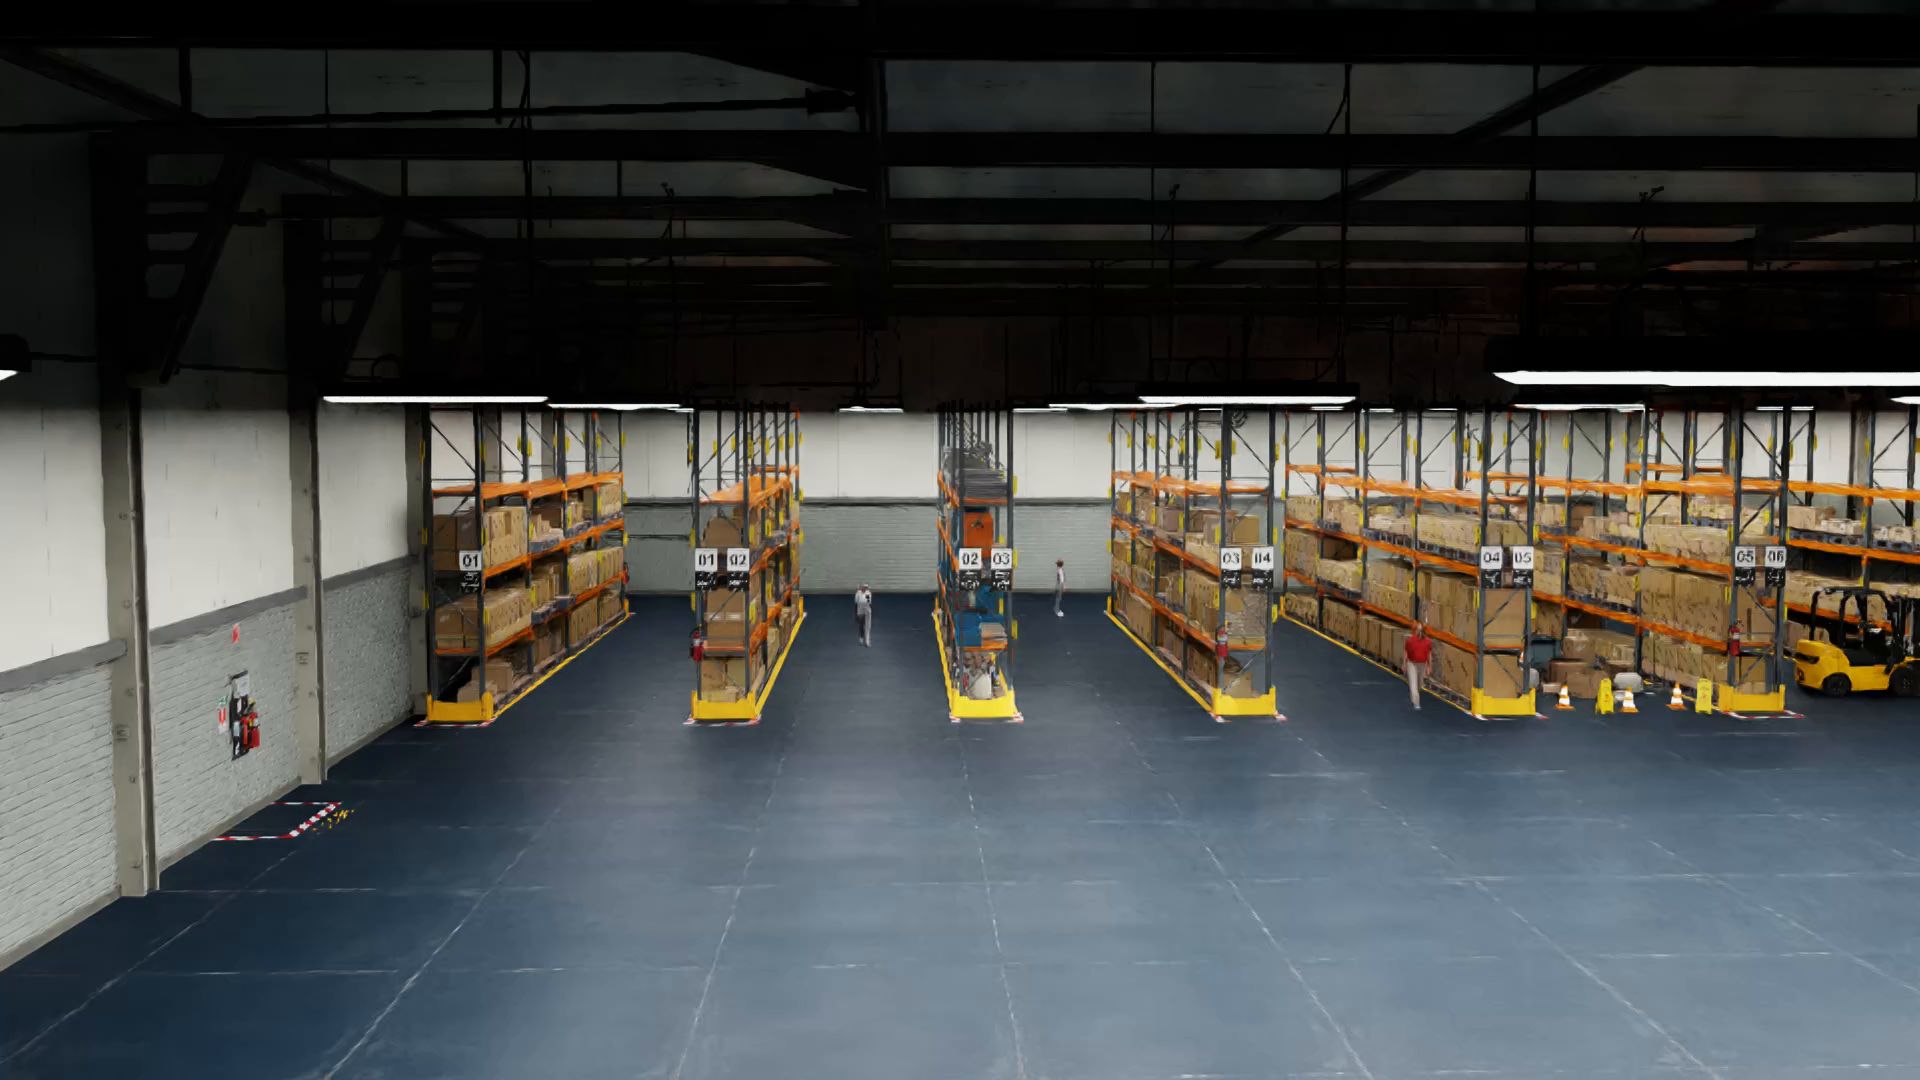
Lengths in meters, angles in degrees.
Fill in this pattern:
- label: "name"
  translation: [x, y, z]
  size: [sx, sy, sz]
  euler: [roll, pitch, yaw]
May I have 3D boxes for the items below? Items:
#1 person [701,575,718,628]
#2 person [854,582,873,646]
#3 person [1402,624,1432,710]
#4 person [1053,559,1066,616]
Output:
- label: "person"
  translation: [-6.561, 1.536, 44.250]
  size: [0.677, 1.674, 0.534]
  euler: [0, 4, -4]
- label: "person"
  translation: [-2.380, 1.793, 41.012]
  size: [0.456, 1.572, 1.088]
  euler: [0, 4, 0]
- label: "person"
  translation: [8.903, 2.433, 32.274]
  size: [0.540, 1.646, 1.130]
  euler: [0, 4, -4]
- label: "person"
  translation: [2.821, 1.329, 47.141]
  size: [0.340, 1.605, 0.559]
  euler: [-1, 4, -13]
